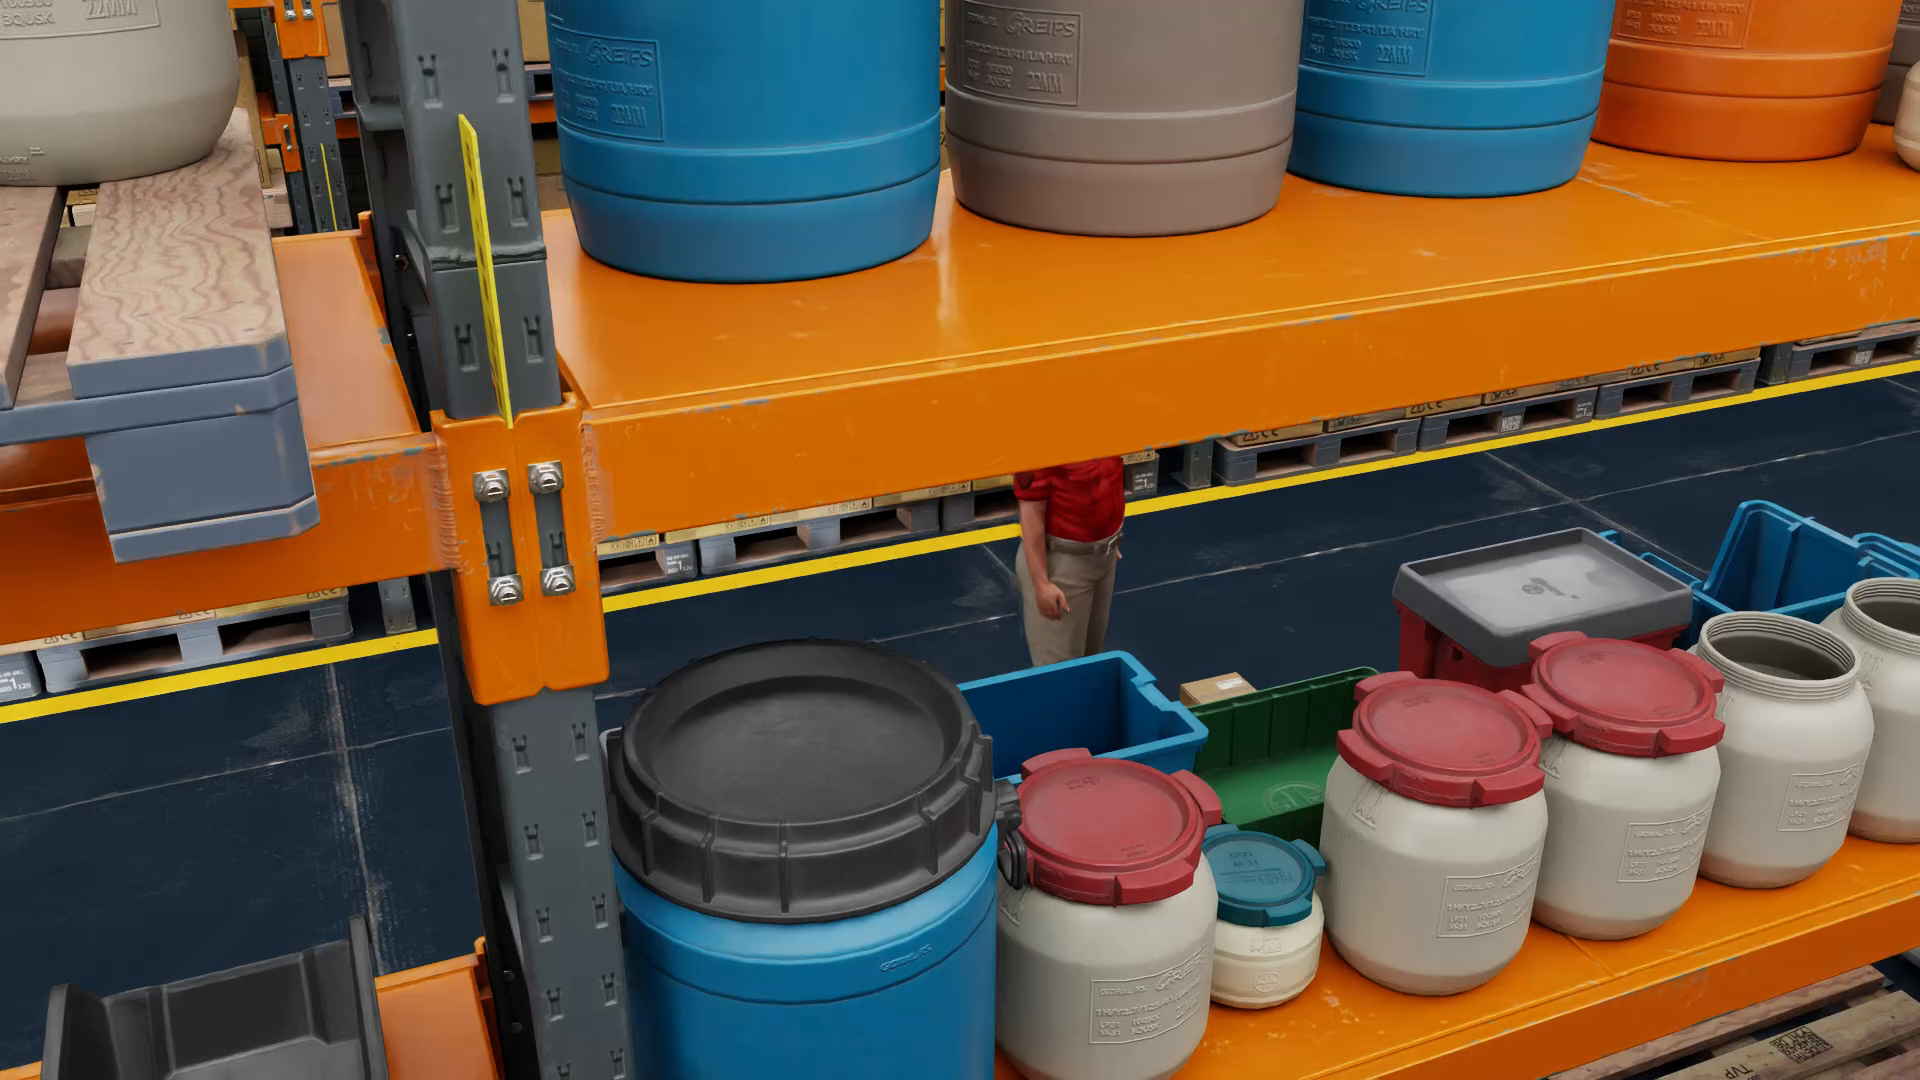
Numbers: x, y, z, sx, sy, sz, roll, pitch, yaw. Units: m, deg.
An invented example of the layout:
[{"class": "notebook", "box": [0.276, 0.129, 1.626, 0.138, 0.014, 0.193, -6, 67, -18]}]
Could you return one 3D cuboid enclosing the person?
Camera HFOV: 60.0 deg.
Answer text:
[{"class": "person", "box": [0.398, 0.097, 5.932, 0.385, 1.745, 0.638, 15, 30, 28]}]
